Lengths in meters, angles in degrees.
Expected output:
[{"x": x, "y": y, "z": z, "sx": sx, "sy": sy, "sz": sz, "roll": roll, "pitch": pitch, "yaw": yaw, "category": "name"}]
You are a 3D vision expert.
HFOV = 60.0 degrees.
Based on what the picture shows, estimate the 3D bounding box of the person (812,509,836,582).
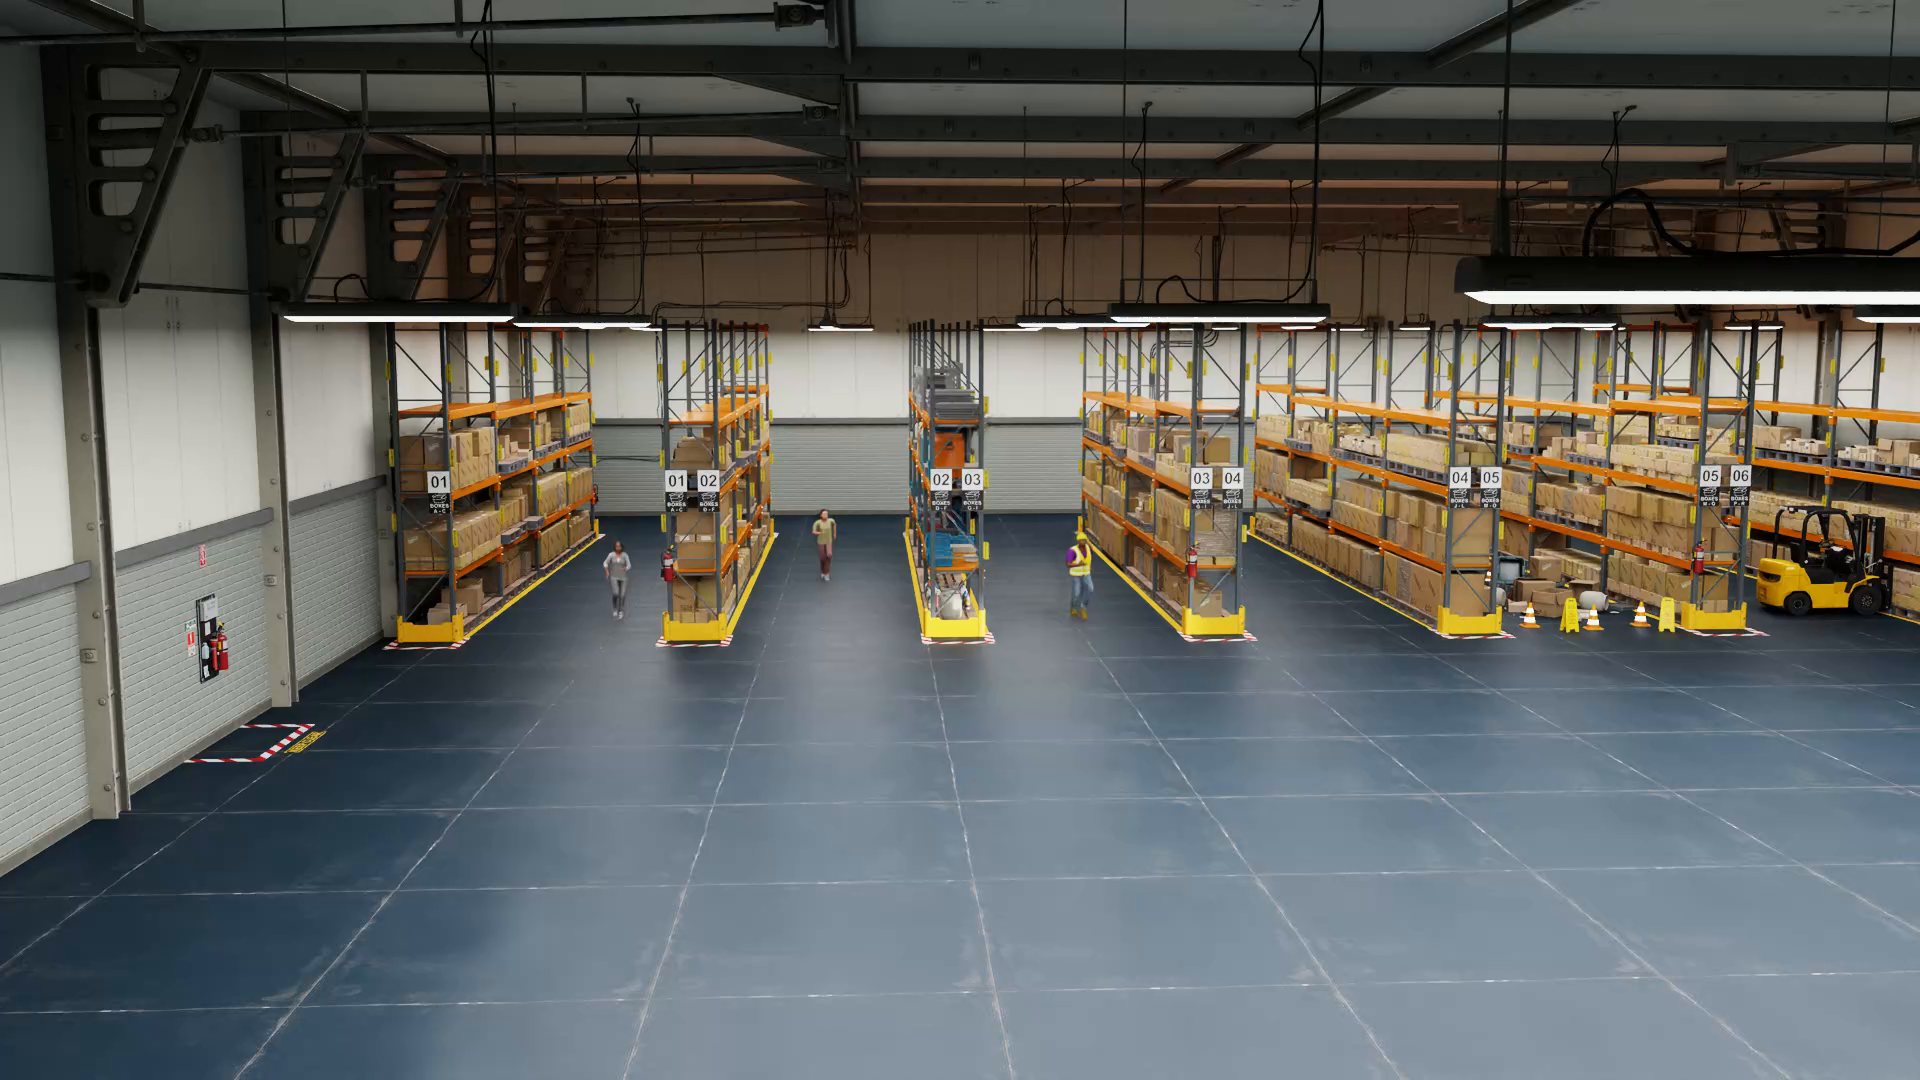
[{"x": -3.176, "y": 0.101, "z": 38.900, "sx": 0.599, "sy": 1.700, "sz": 0.820, "roll": -2, "pitch": 7, "yaw": -14, "category": "person"}]

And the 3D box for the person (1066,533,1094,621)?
[{"x": 2.429, "y": 0.725, "z": 33.469, "sx": 0.732, "sy": 1.765, "sz": 0.816, "roll": -3, "pitch": 8, "yaw": -25, "category": "person"}]

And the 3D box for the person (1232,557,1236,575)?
[{"x": 6.415, "y": -0.085, "z": 39.610, "sx": 0.657, "sy": 1.776, "sz": 0.968, "roll": -1, "pitch": 7, "yaw": -12, "category": "person"}]

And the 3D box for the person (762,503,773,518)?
[{"x": -5.703, "y": -1.049, "z": 48.289, "sx": 0.494, "sy": 1.655, "sz": 0.628, "roll": 4, "pitch": 8, "yaw": 30, "category": "person"}]

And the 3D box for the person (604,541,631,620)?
[{"x": -6.855, "y": 0.819, "z": 33.369, "sx": 0.506, "sy": 1.578, "sz": 0.662, "roll": -2, "pitch": 7, "yaw": -19, "category": "person"}]
